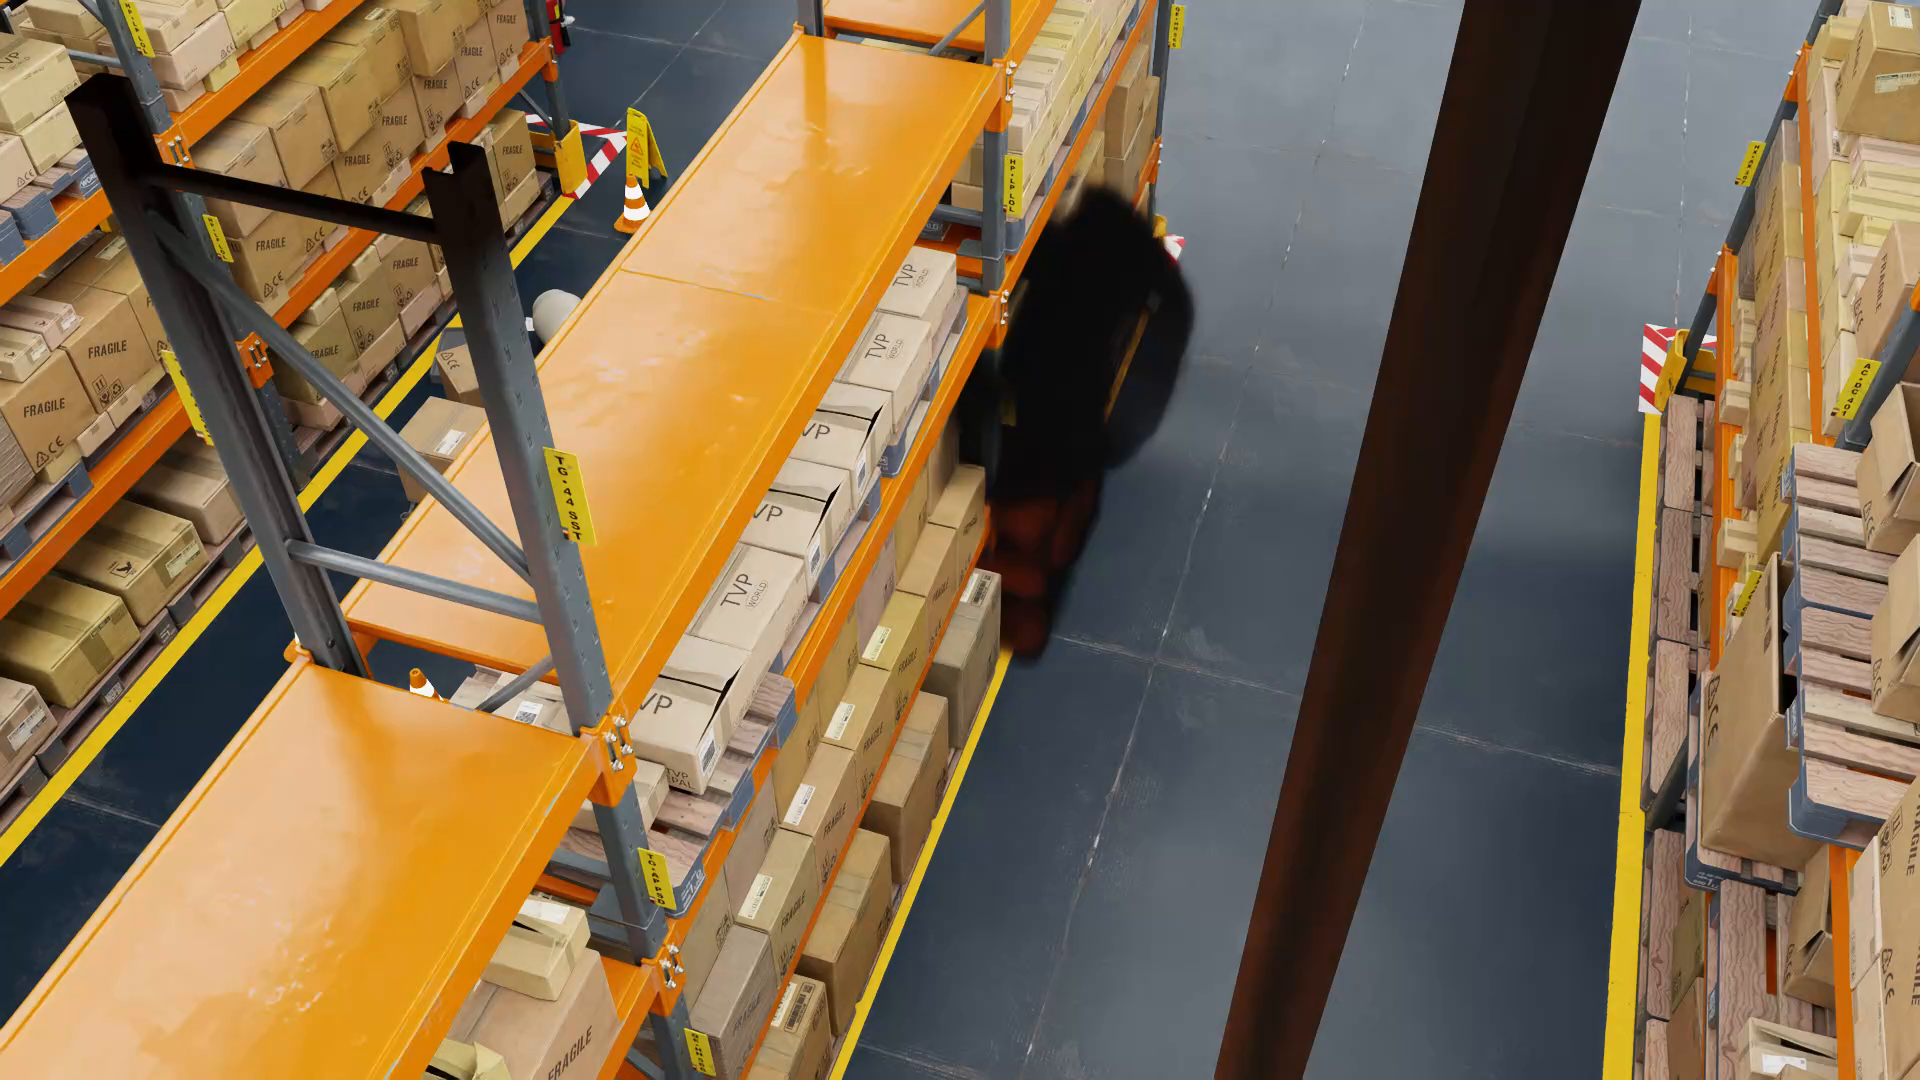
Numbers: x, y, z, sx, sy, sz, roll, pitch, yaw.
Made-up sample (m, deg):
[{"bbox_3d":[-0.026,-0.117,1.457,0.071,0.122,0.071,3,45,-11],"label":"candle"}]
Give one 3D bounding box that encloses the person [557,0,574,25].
[{"bbox_3d":[-3.936,-5.601,15.480,0.721,1.594,0.614,18,48,17],"label":"person"}]
